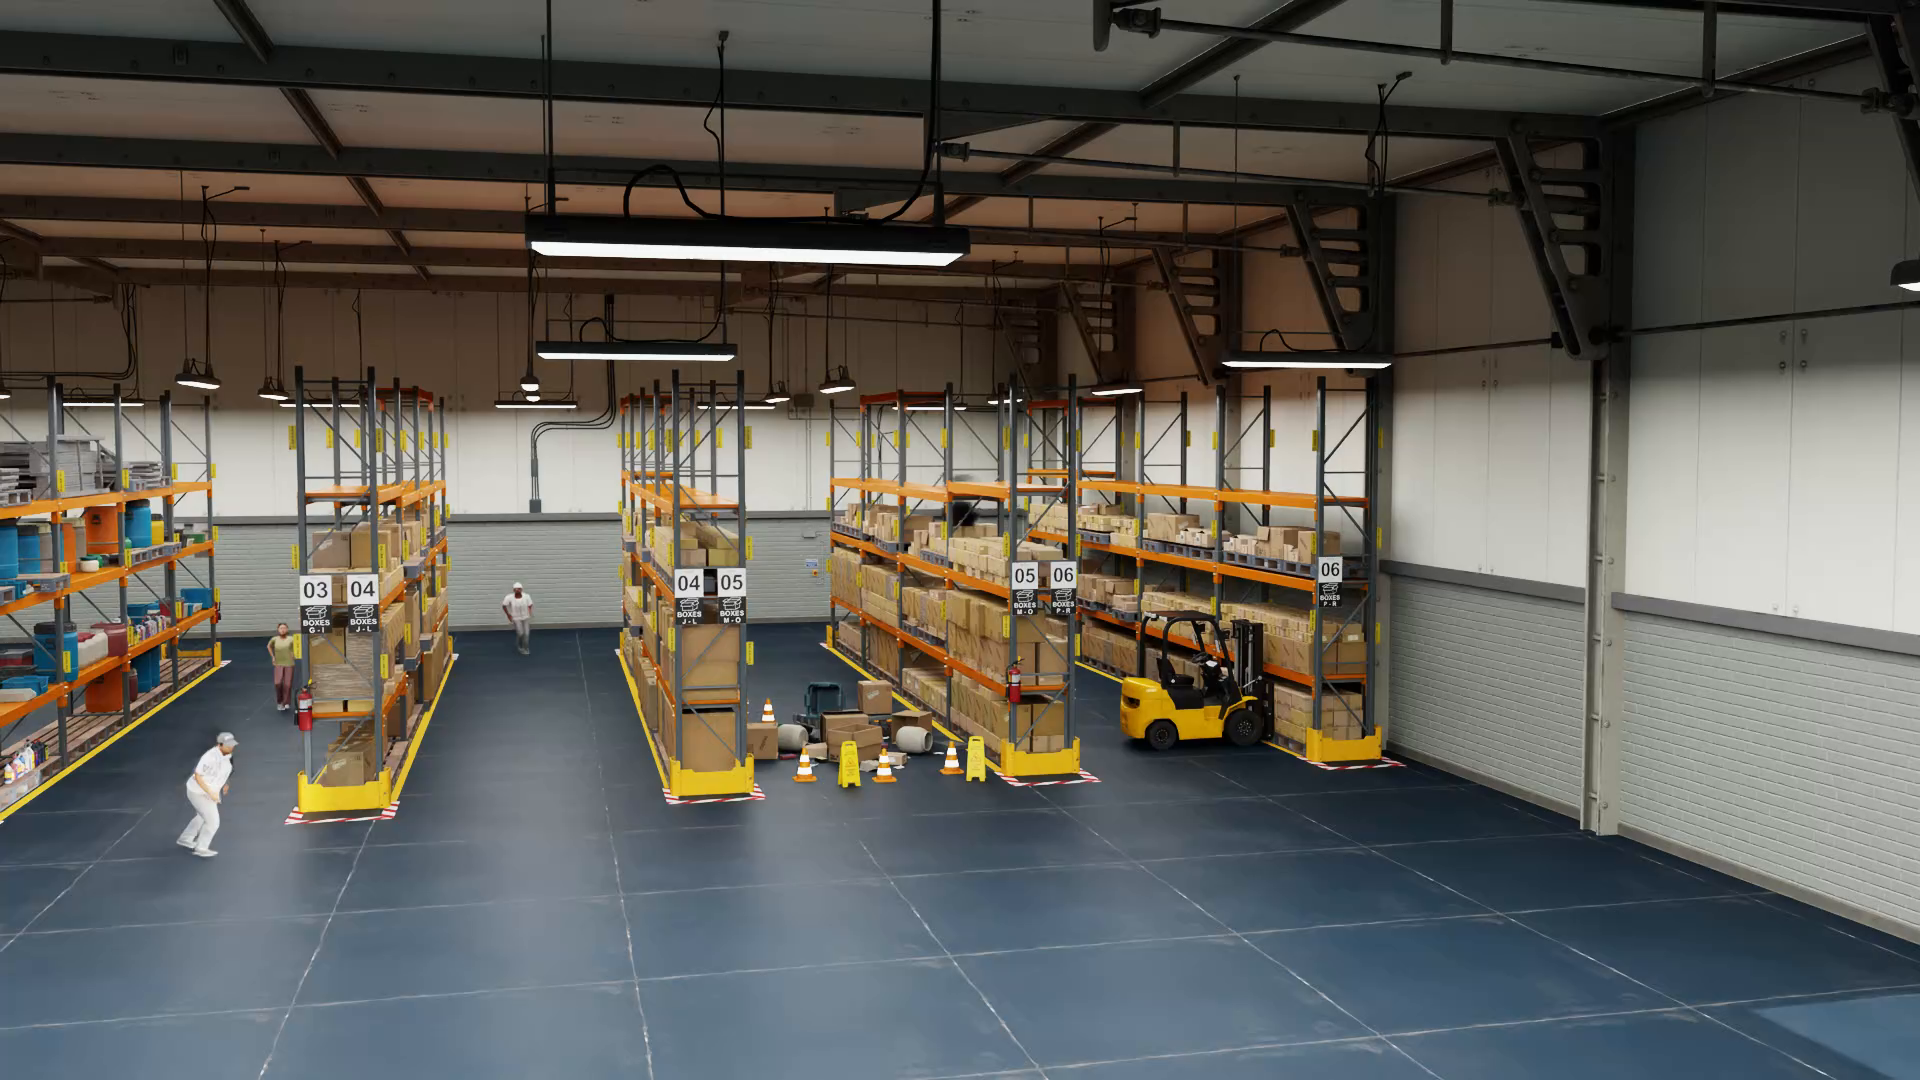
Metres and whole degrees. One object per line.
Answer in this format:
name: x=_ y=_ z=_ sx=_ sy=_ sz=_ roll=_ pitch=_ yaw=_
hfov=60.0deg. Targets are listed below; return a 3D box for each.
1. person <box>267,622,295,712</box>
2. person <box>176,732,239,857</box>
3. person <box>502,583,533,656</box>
person: x=-12.492 y=2.342 z=30.703 sx=0.594 sy=1.646 sz=0.622 roll=-1 pitch=4 yaw=-14
person: x=-9.082 y=3.055 z=20.113 sx=0.881 sy=1.521 sz=0.658 roll=0 pitch=3 yaw=-1
person: x=-10.212 y=1.836 z=38.584 sx=0.653 sy=1.713 sz=0.689 roll=-2 pitch=4 yaw=-35
